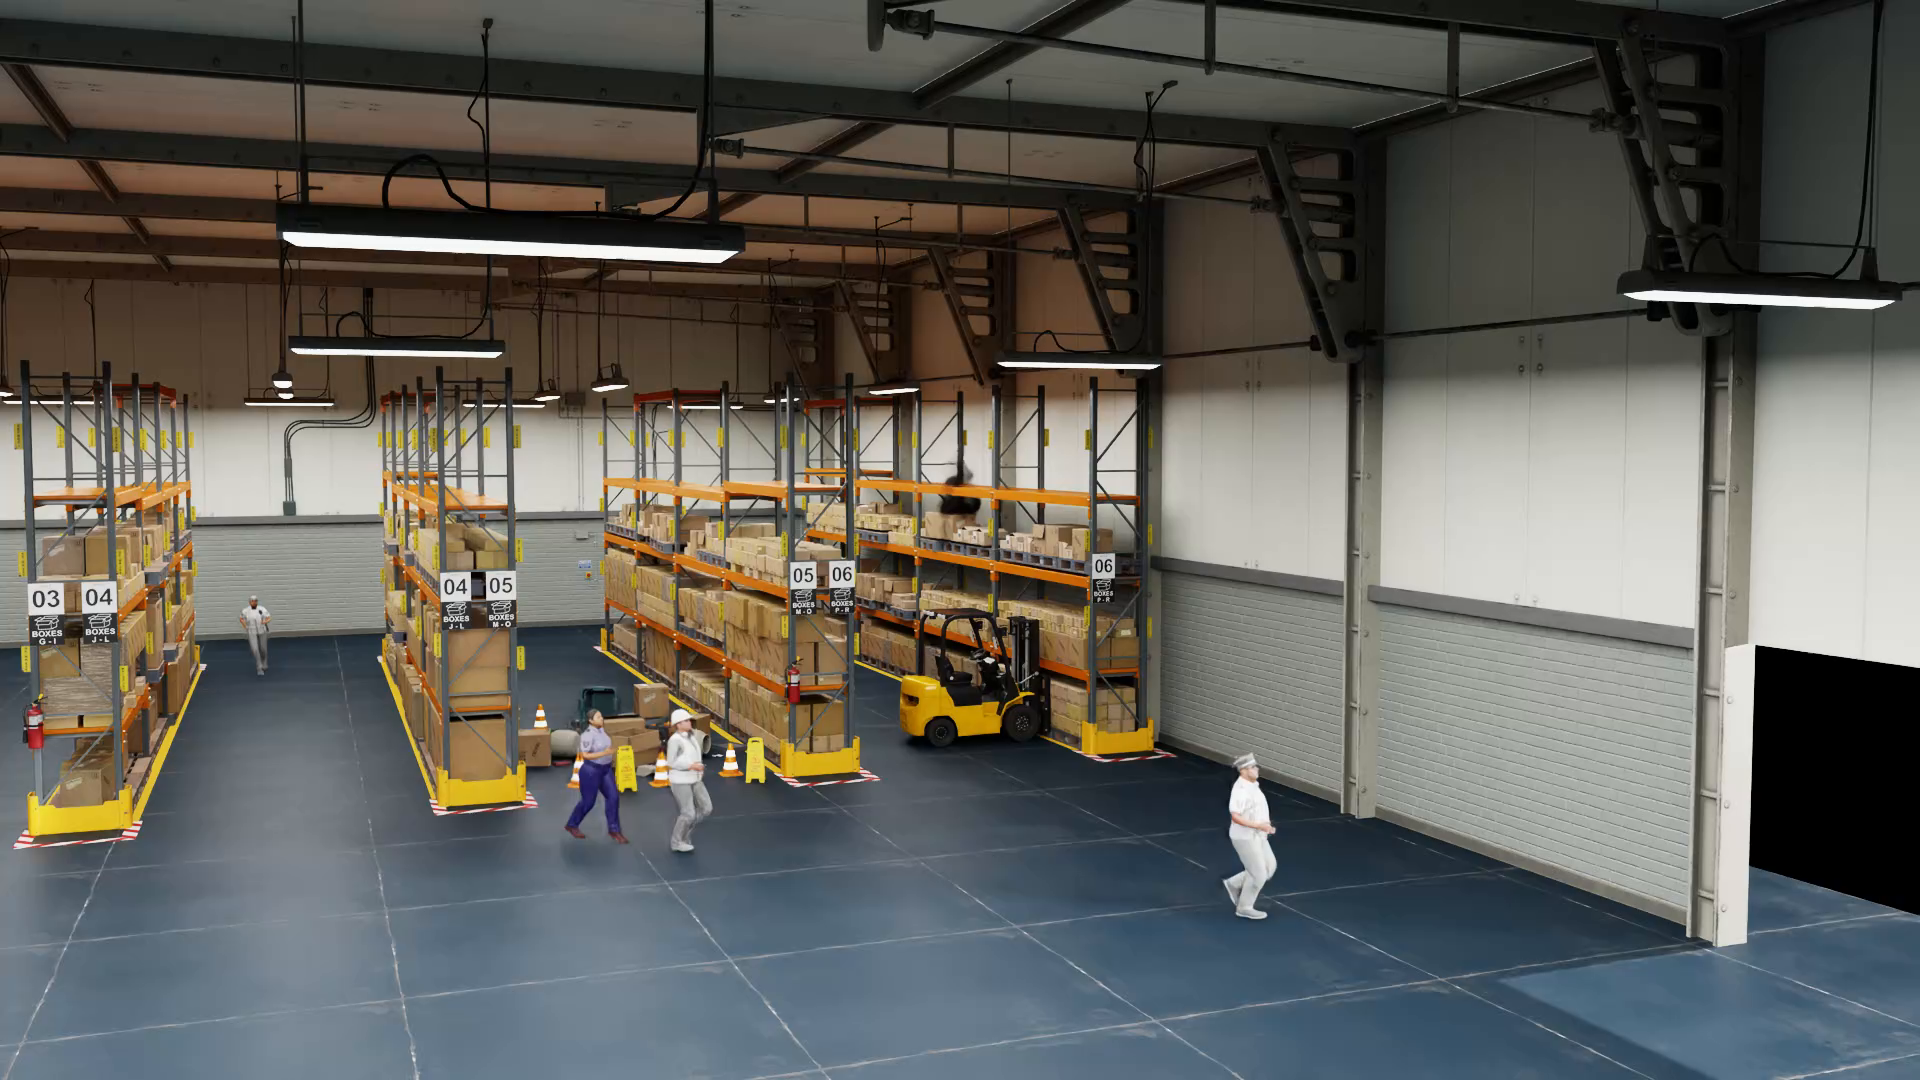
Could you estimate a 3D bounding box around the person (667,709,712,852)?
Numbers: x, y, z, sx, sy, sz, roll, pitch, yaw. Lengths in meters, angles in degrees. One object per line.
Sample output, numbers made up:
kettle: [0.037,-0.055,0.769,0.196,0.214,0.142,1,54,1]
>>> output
person: [-3.260,2.911,20.159,0.590,1.727,0.648,1,4,21]

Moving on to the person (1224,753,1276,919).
person: [3.042,3.084,17.402,0.621,1.733,0.658,2,4,25]

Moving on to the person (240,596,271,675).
person: [-15.114,2.034,35.705,0.614,1.690,0.823,-2,4,-28]

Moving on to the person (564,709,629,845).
person: [-4.528,2.929,20.627,0.819,1.690,0.594,1,4,22]
